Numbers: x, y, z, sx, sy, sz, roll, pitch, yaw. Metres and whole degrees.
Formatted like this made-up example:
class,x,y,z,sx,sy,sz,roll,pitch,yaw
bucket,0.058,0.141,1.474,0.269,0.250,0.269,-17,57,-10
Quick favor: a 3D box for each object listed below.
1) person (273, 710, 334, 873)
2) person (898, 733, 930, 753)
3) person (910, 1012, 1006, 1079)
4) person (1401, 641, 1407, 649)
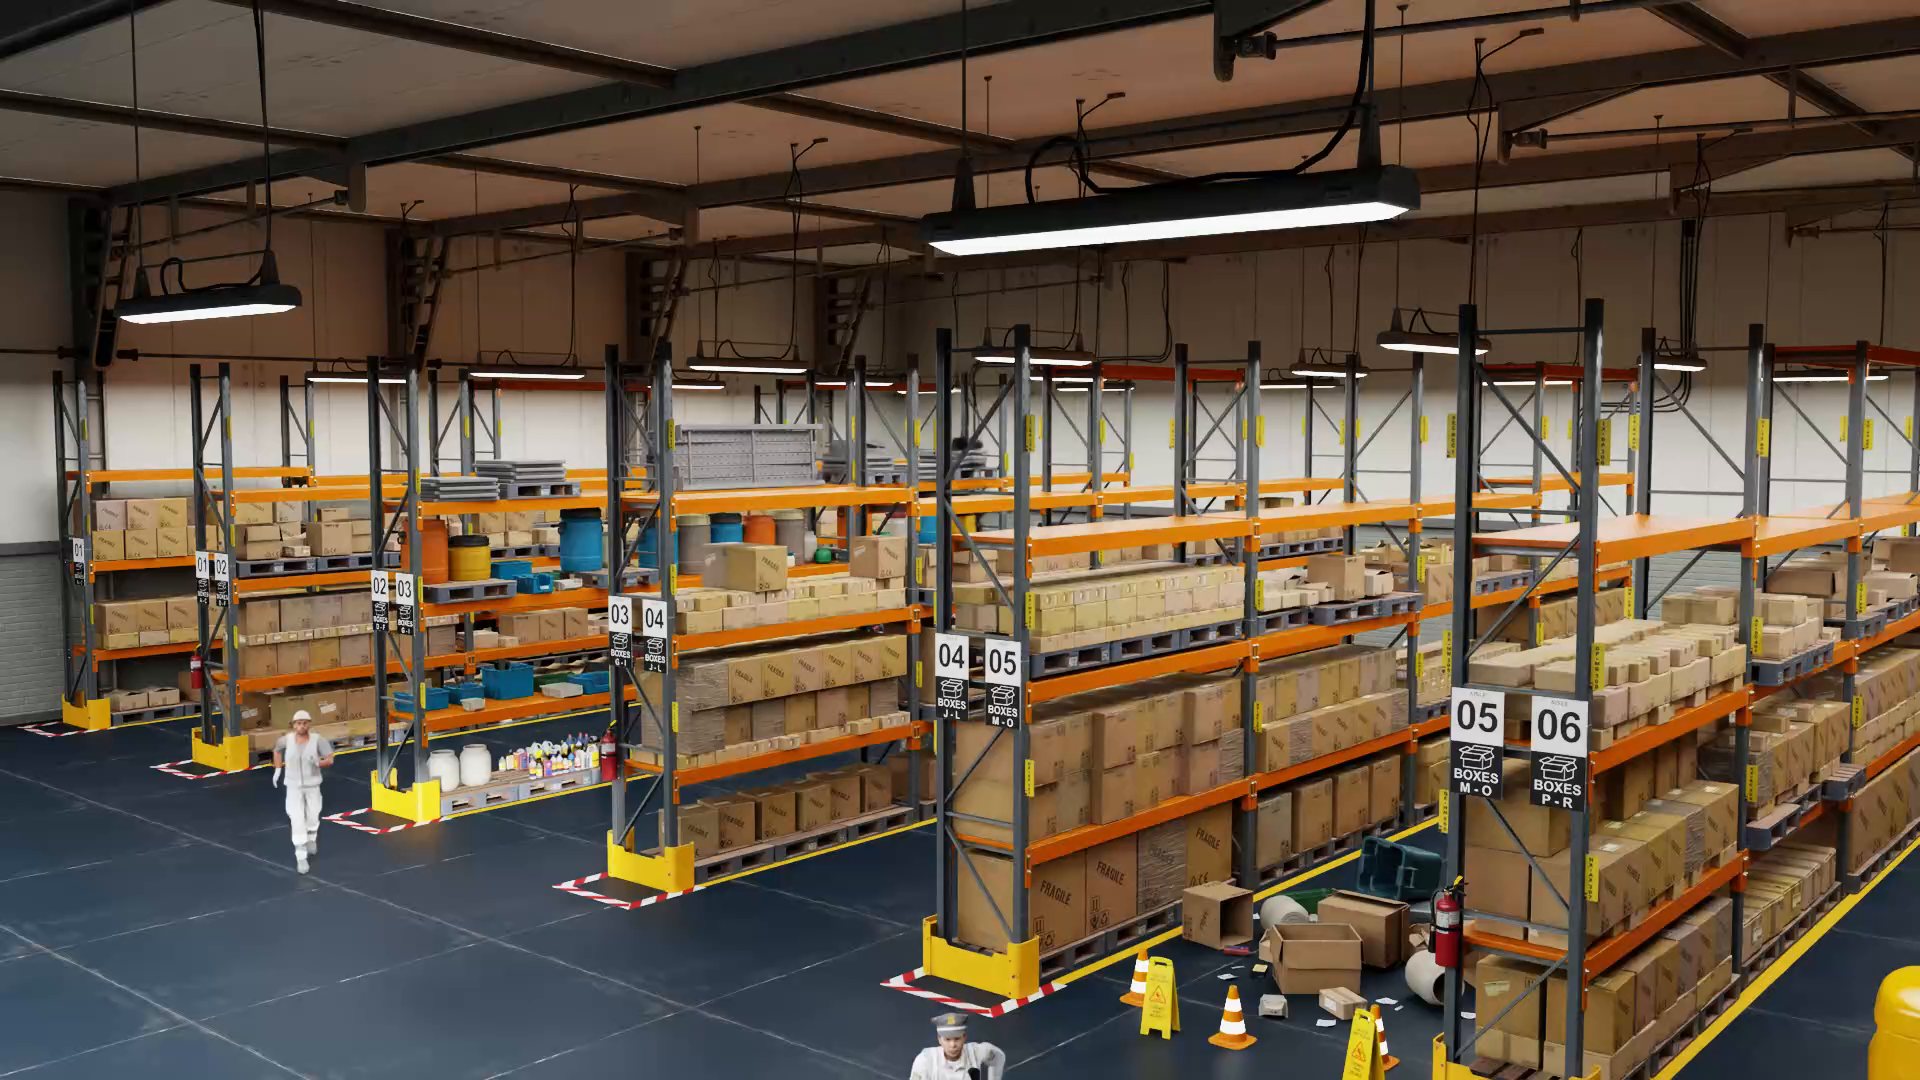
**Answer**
class,x,y,z,sx,sy,sz,roll,pitch,yaw
person,-7.586,2.848,19.228,0.660,1.790,0.984,-2,4,-22
person,-0.776,2.471,25.699,0.620,1.701,0.753,3,5,32
person,-0.019,3.624,10.152,0.596,1.625,0.718,0,4,1
person,7.090,2.421,26.131,0.656,1.733,0.748,3,5,38
